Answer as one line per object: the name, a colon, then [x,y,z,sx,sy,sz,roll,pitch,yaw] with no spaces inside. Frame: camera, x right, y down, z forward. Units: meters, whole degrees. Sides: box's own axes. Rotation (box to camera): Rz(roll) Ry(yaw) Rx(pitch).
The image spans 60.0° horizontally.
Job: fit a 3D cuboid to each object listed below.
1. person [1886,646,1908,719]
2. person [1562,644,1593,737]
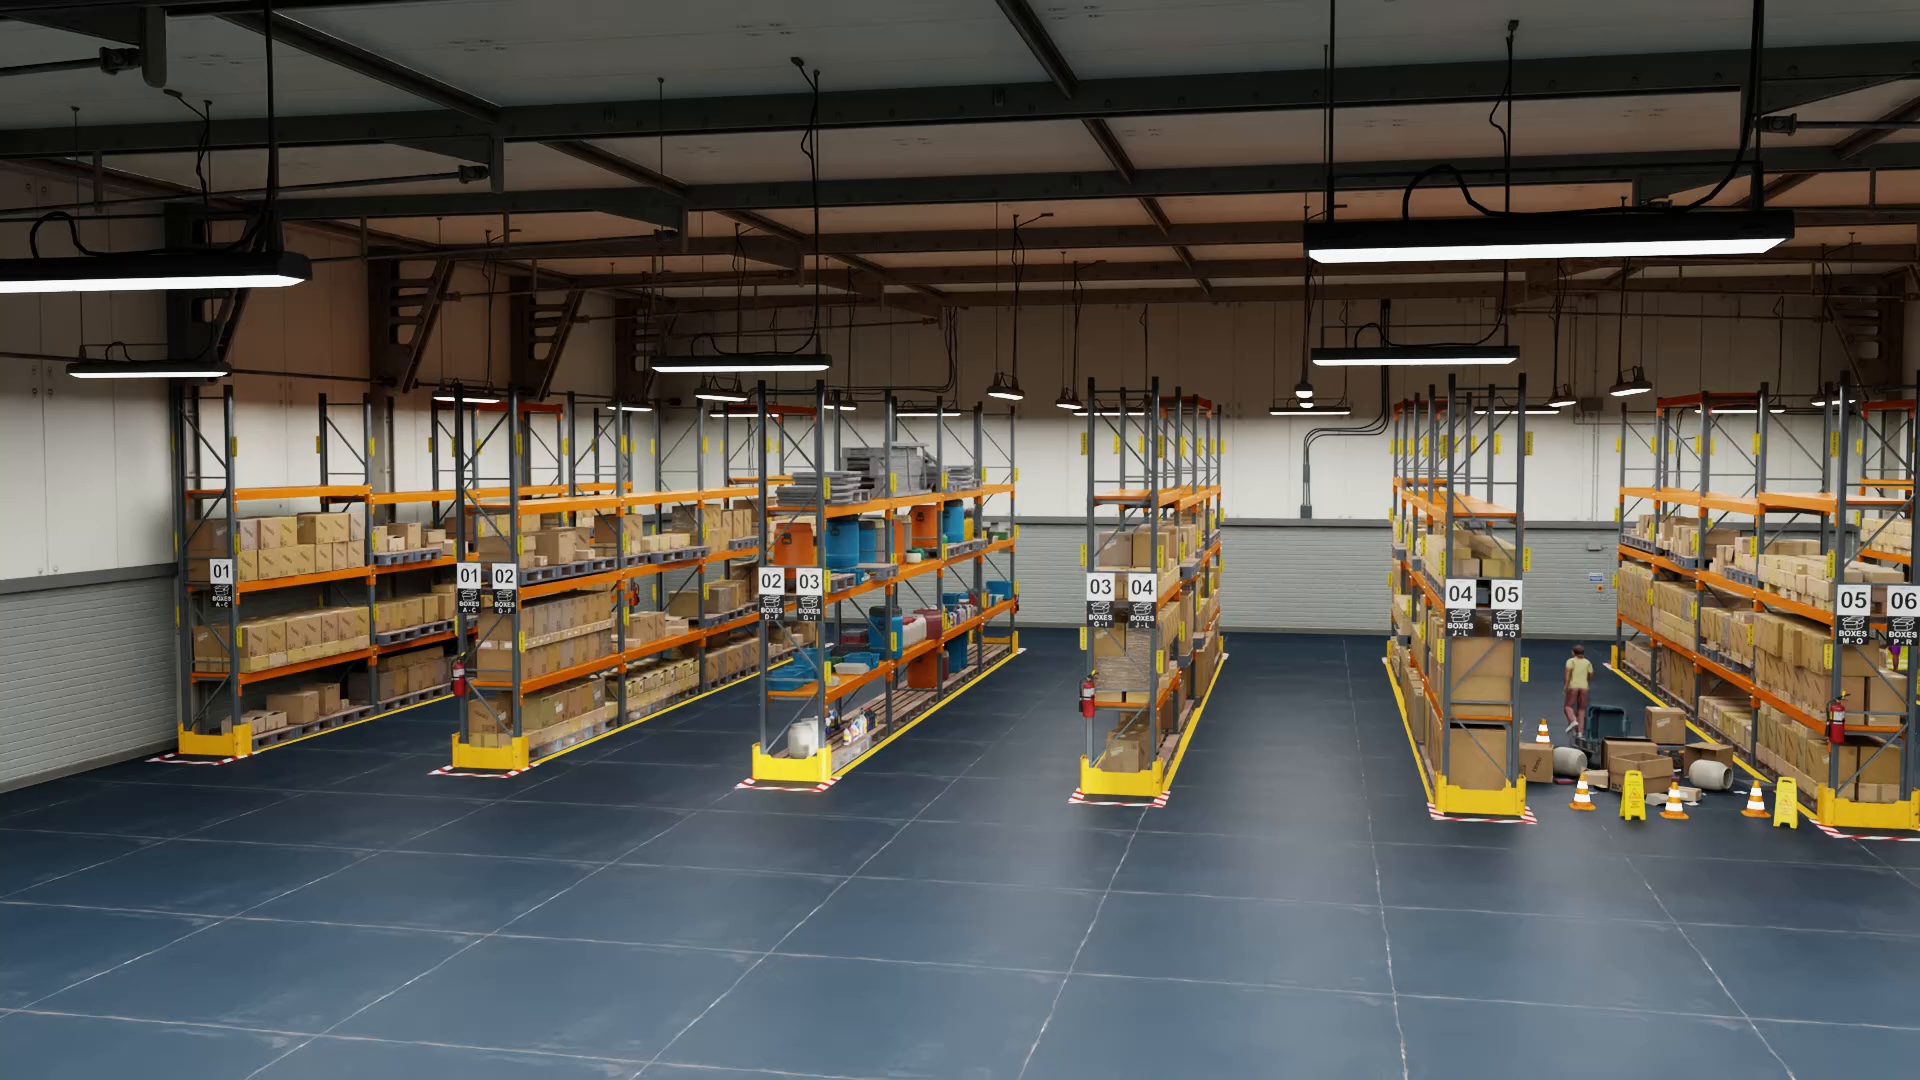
person: [17.328,2.427,30.657,0.535,1.794,0.683,0,3,-7]
person: [10.733,2.611,28.897,0.524,1.561,0.704,1,3,12]
